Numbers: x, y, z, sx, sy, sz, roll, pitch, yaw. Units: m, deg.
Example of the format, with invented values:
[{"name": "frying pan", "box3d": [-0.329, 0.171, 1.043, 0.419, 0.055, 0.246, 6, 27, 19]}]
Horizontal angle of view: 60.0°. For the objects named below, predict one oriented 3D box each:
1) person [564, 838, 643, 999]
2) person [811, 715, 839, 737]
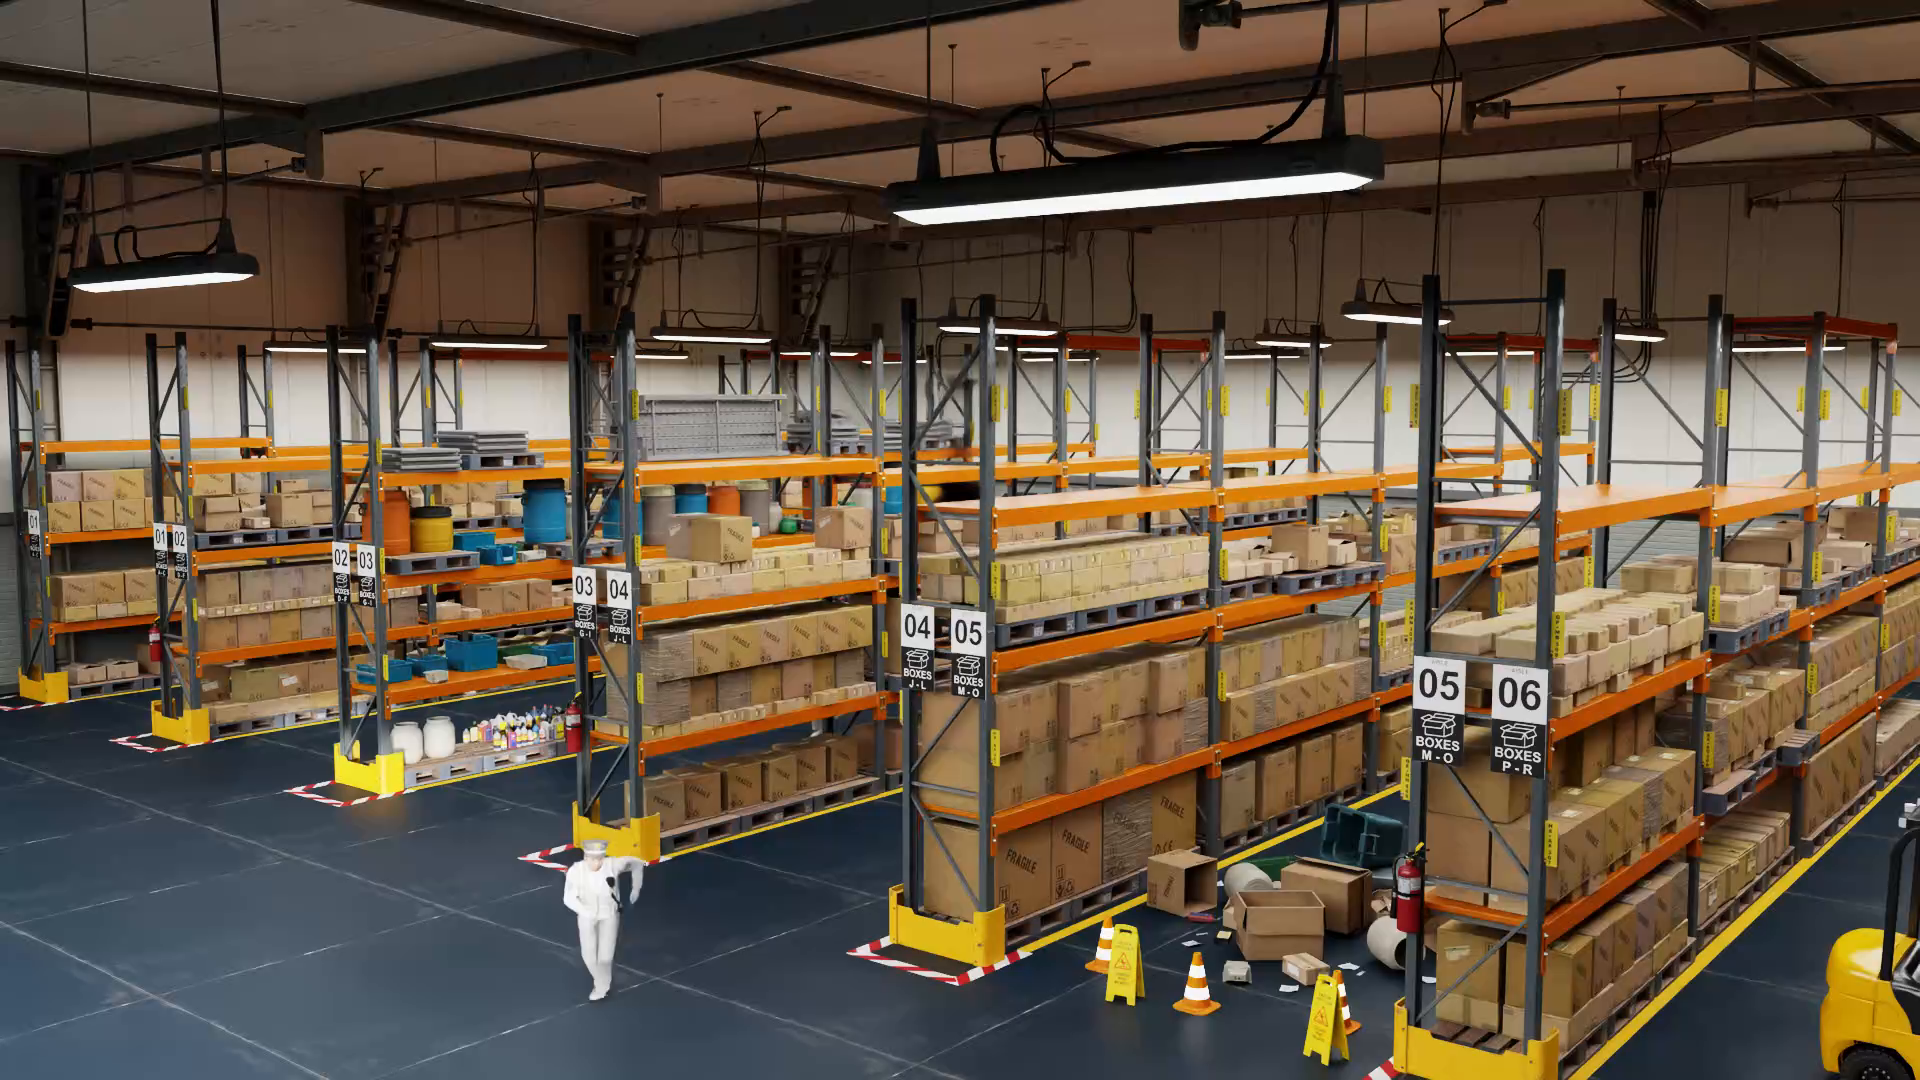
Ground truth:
[{"name": "person", "box3d": [-2.964, 3.169, 13.872, 0.644, 1.503, 0.841, -1, 5, -9]}, {"name": "person", "box3d": [-2.072, 2.232, 25.078, 0.539, 1.396, 0.786, 3, 6, 33]}]
